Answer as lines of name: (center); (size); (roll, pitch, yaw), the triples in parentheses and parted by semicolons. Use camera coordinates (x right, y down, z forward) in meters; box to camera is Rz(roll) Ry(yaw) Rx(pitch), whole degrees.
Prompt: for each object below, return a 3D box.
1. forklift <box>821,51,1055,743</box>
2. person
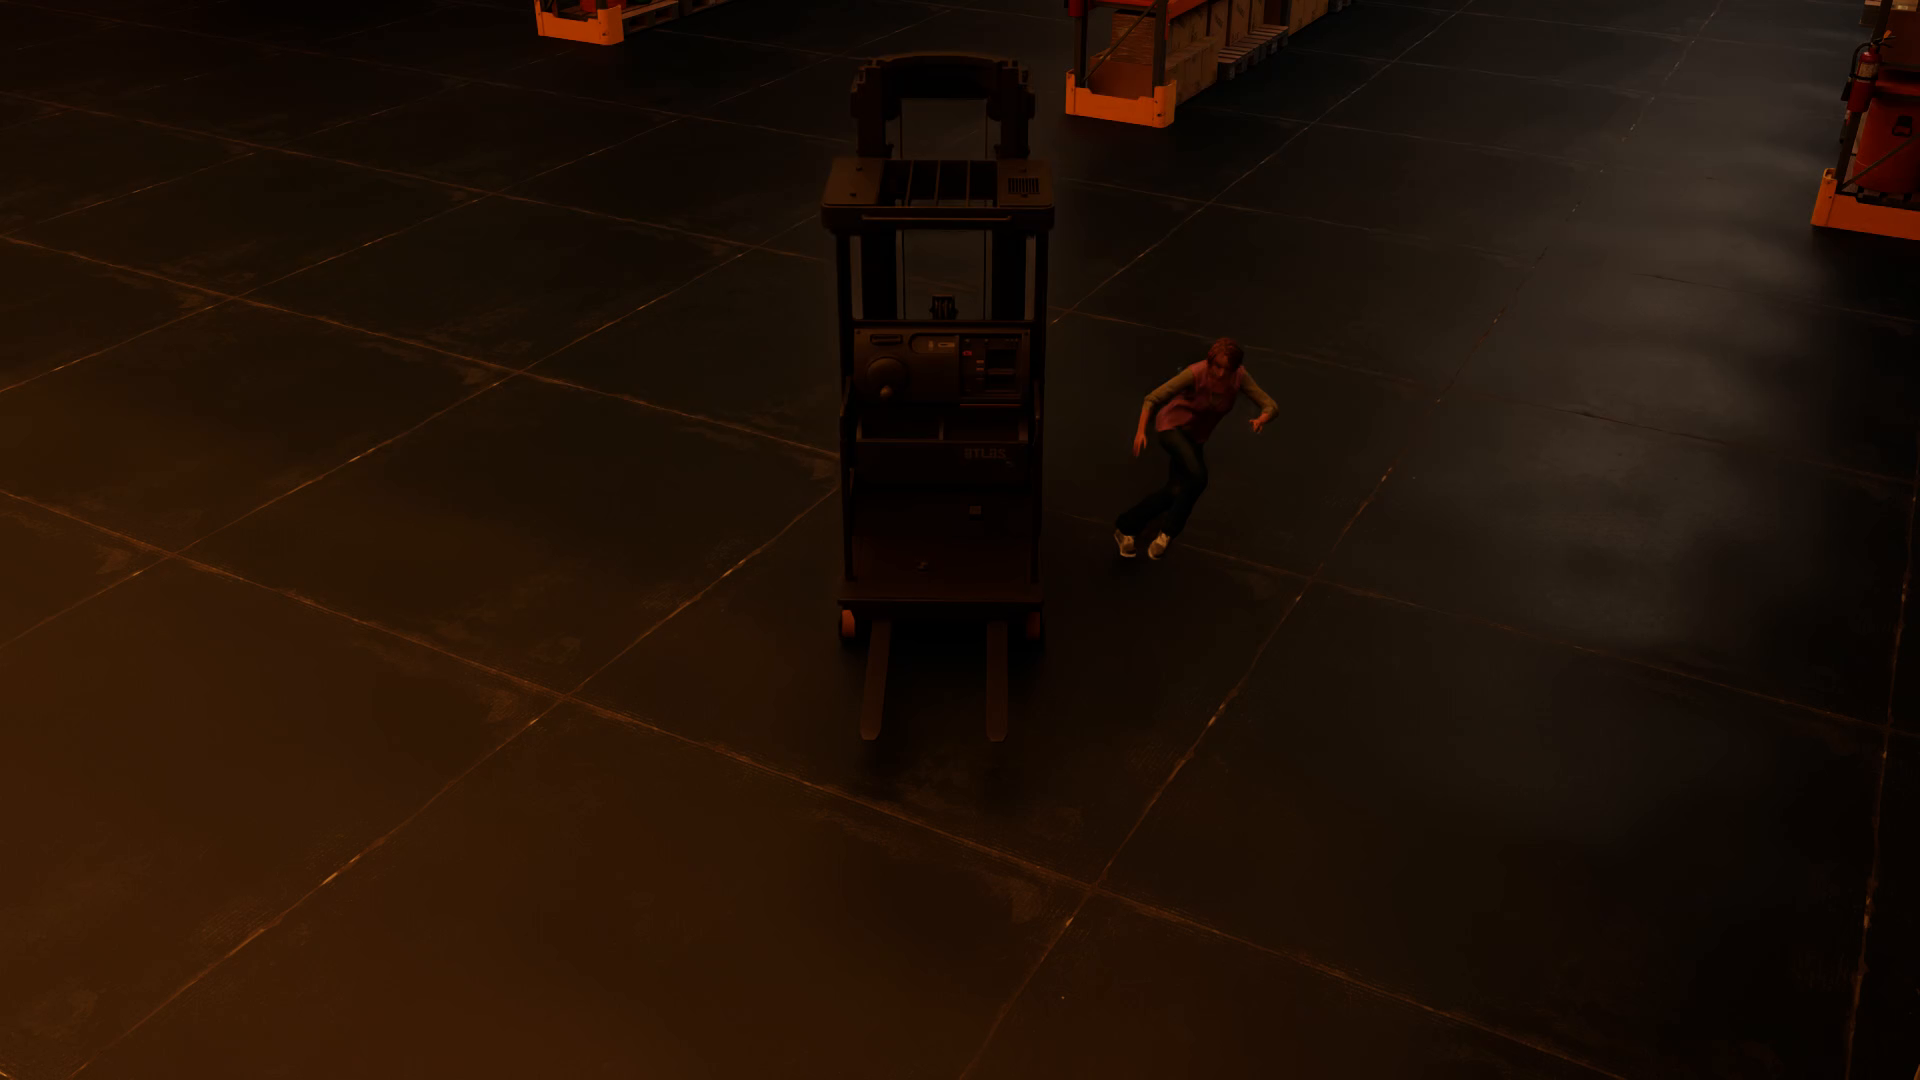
forklift: (-0.096, -0.879, 8.593); (1.130, 2.935, 3.031); (1, 30, 1)
person: (1.338, -0.502, 9.500); (0.837, 1.372, 0.806); (-14, 33, -23)
